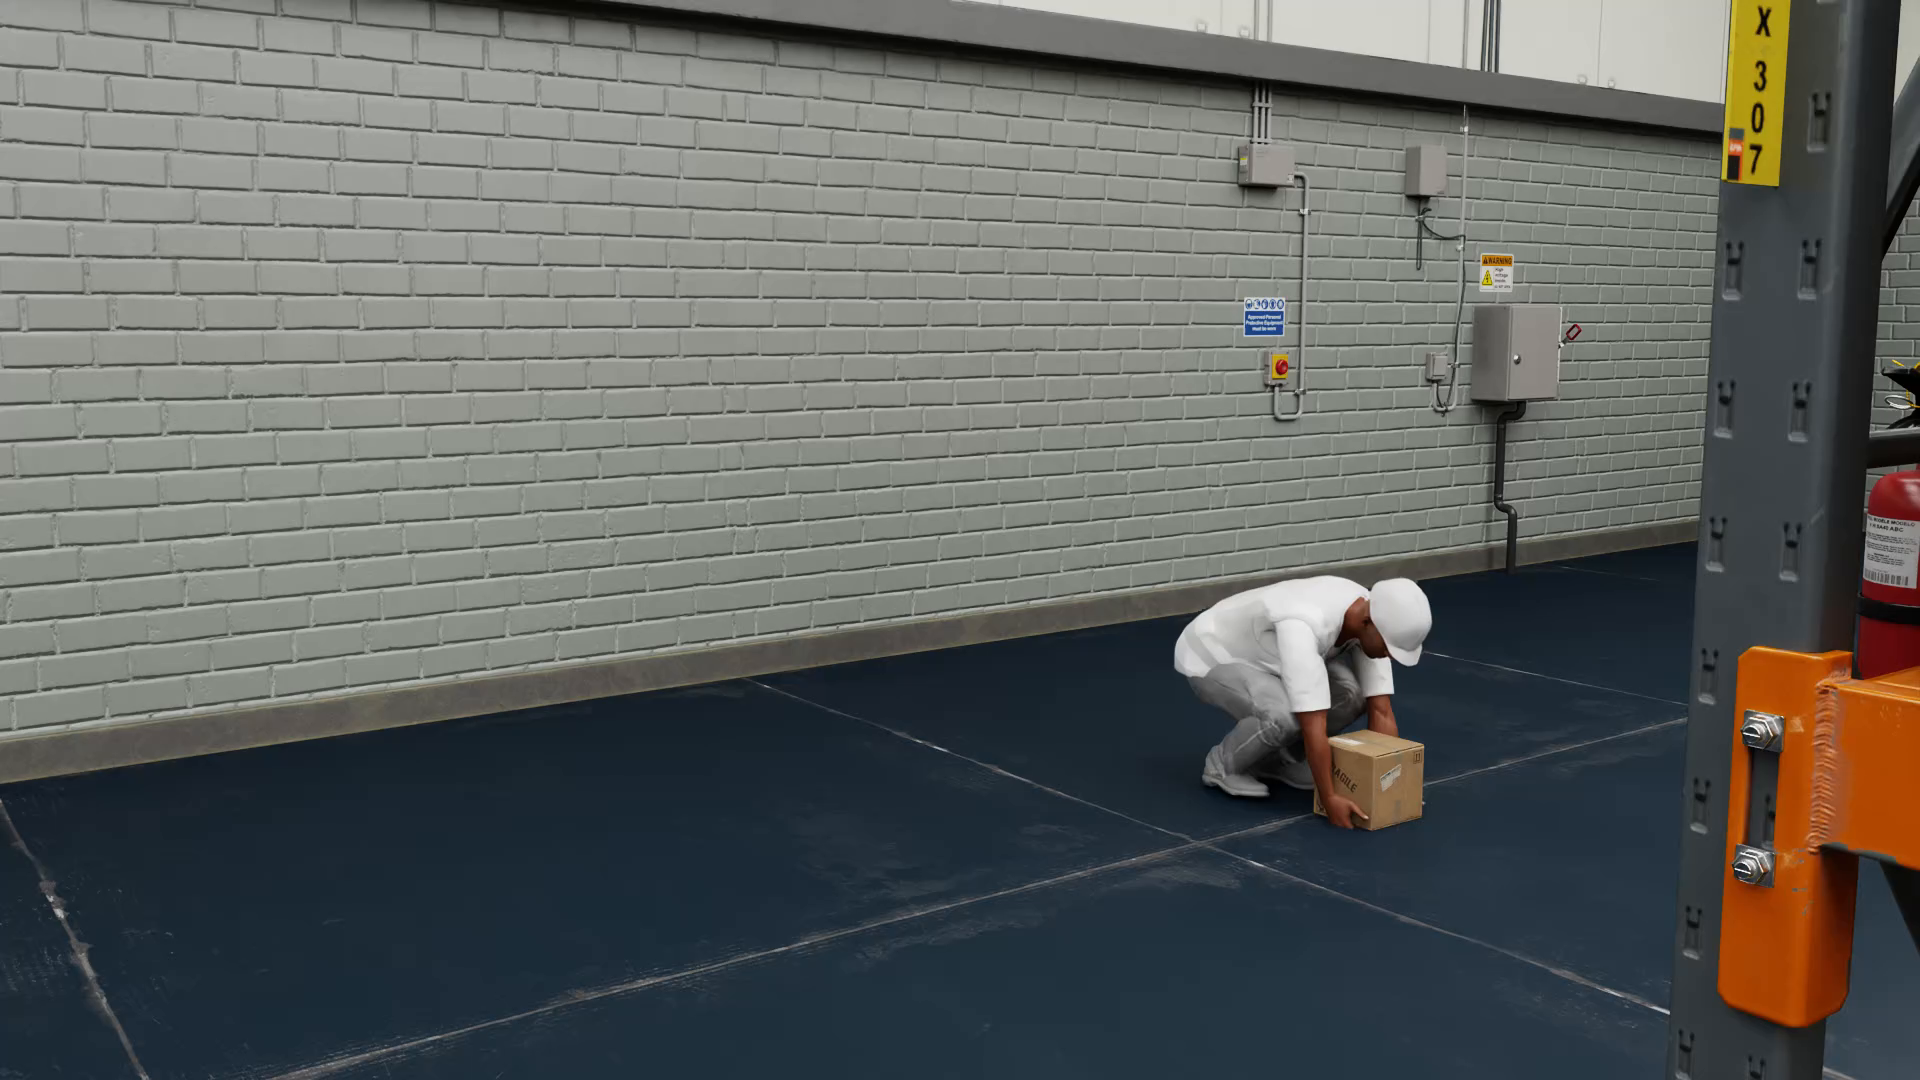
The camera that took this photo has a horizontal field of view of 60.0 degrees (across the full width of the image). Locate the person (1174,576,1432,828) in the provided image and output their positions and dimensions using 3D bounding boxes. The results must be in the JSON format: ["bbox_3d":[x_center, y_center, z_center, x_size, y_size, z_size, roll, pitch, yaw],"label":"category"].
[{"bbox_3d":[1.190,0.523,5.718,0.544,0.879,0.937,-6,10,-37],"label":"person"}]
